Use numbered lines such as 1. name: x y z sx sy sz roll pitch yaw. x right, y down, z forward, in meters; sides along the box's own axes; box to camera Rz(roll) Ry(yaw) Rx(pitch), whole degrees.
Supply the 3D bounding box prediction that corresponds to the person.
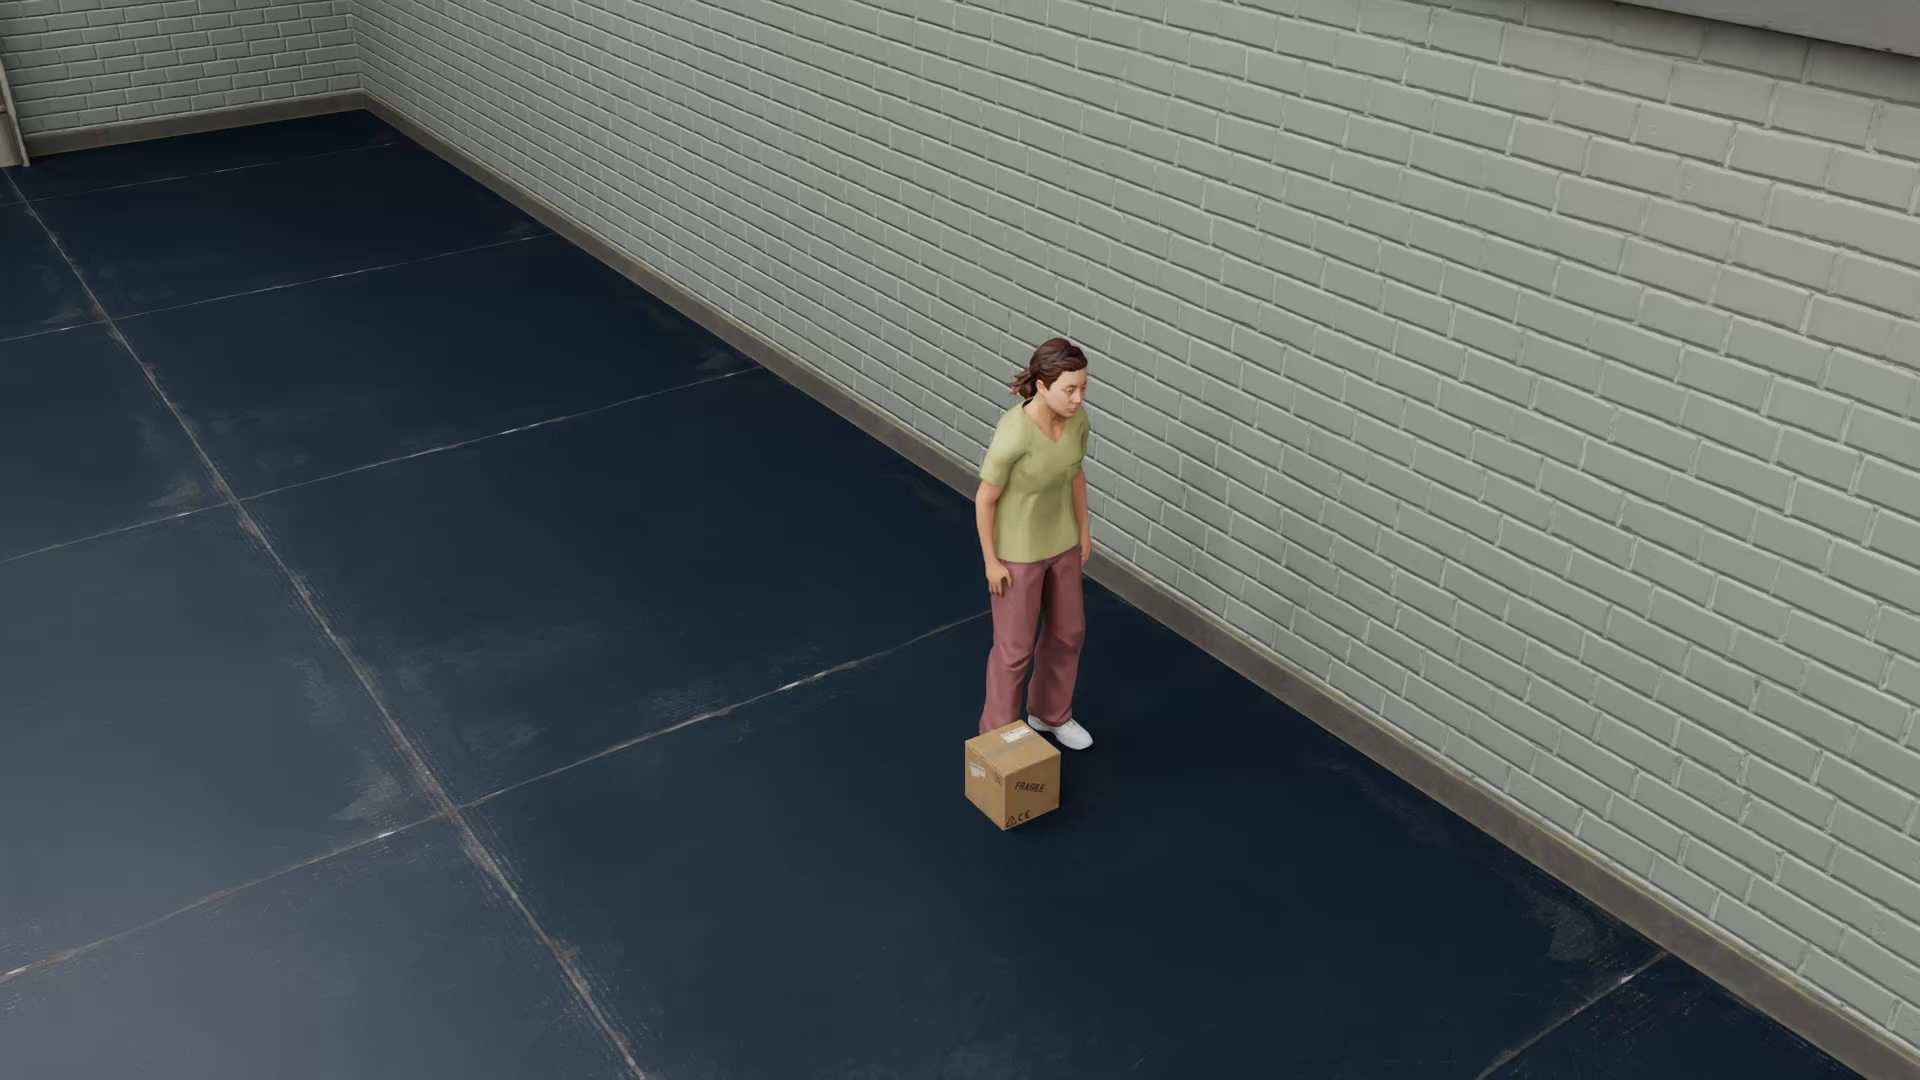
1. person: 0.291 0.049 6.037 0.500 1.672 0.359 -21 35 -33
